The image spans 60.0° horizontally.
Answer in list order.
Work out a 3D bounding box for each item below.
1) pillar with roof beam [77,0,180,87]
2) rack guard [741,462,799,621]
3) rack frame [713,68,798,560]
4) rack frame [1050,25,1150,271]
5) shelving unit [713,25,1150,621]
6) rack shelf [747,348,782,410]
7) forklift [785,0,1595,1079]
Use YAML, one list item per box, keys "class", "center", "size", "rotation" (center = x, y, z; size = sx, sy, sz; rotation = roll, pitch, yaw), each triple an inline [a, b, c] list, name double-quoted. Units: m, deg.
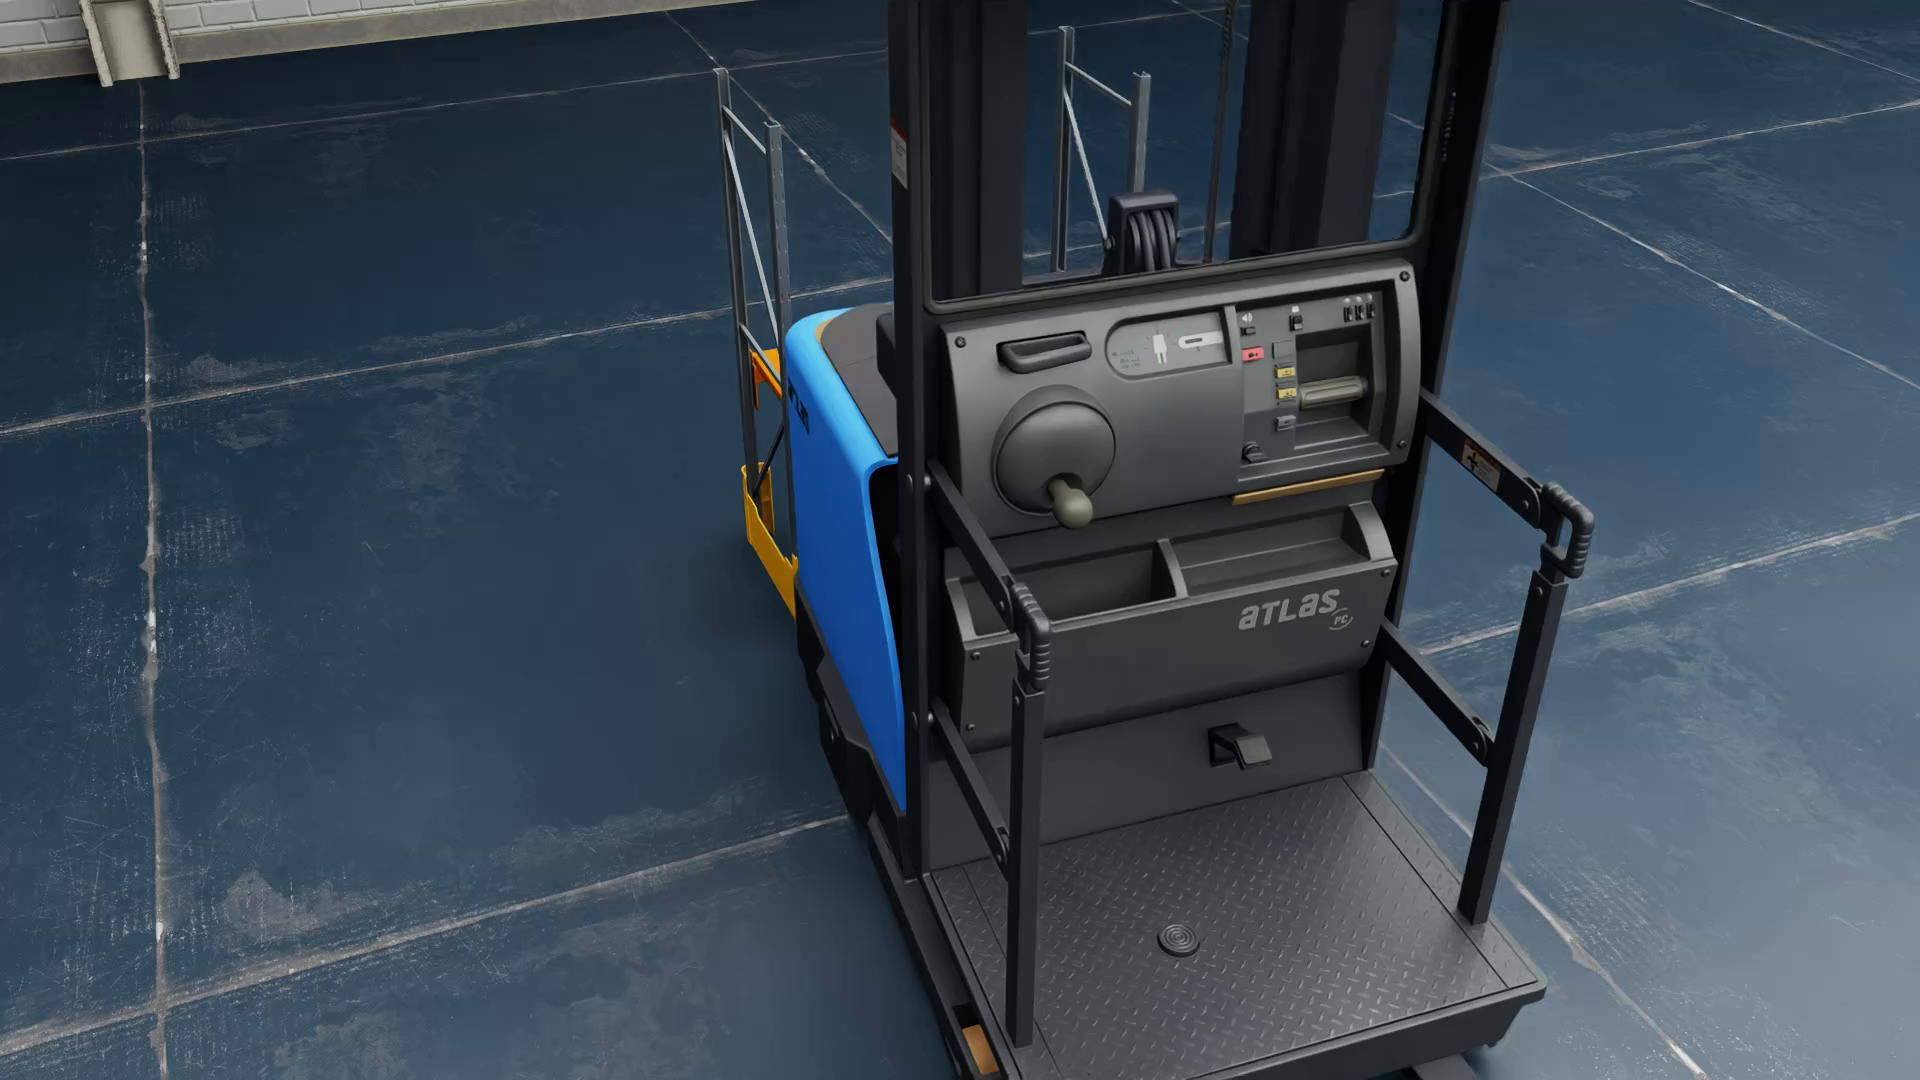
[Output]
- class: "pillar with roof beam"
  center: [-2.875, -4.189, 3.437]
  size: [0.400, 9.000, 9.100]
  rotation: [-13, 35, -19]
- class: "rack guard"
  center: [-0.529, 0.016, 4.995]
  size: [0.087, 0.250, 0.587]
  rotation: [-13, 35, -19]
- class: "rack frame"
  center: [-0.547, -0.503, 4.648]
  size: [0.032, 1.500, 0.500]
  rotation: [-13, 35, -19]
- class: "rack frame"
  center: [0.390, -0.718, 4.978]
  size: [0.032, 1.500, 0.500]
  rotation: [-13, 35, -19]
- class: "shelving unit"
  center: [-0.070, -0.613, 4.816]
  size: [1.083, 1.500, 0.587]
  rotation: [-13, 35, -19]
- class: "rack shelf"
  center: [-0.079, -0.460, 4.911]
  size: [1.000, 0.185, 0.538]
  rotation: [-13, 35, -19]
- class: "forklift"
  center: [0.495, -0.210, 2.886]
  size: [1.130, 2.935, 3.031]
  rotation: [-10, 34, -15]
